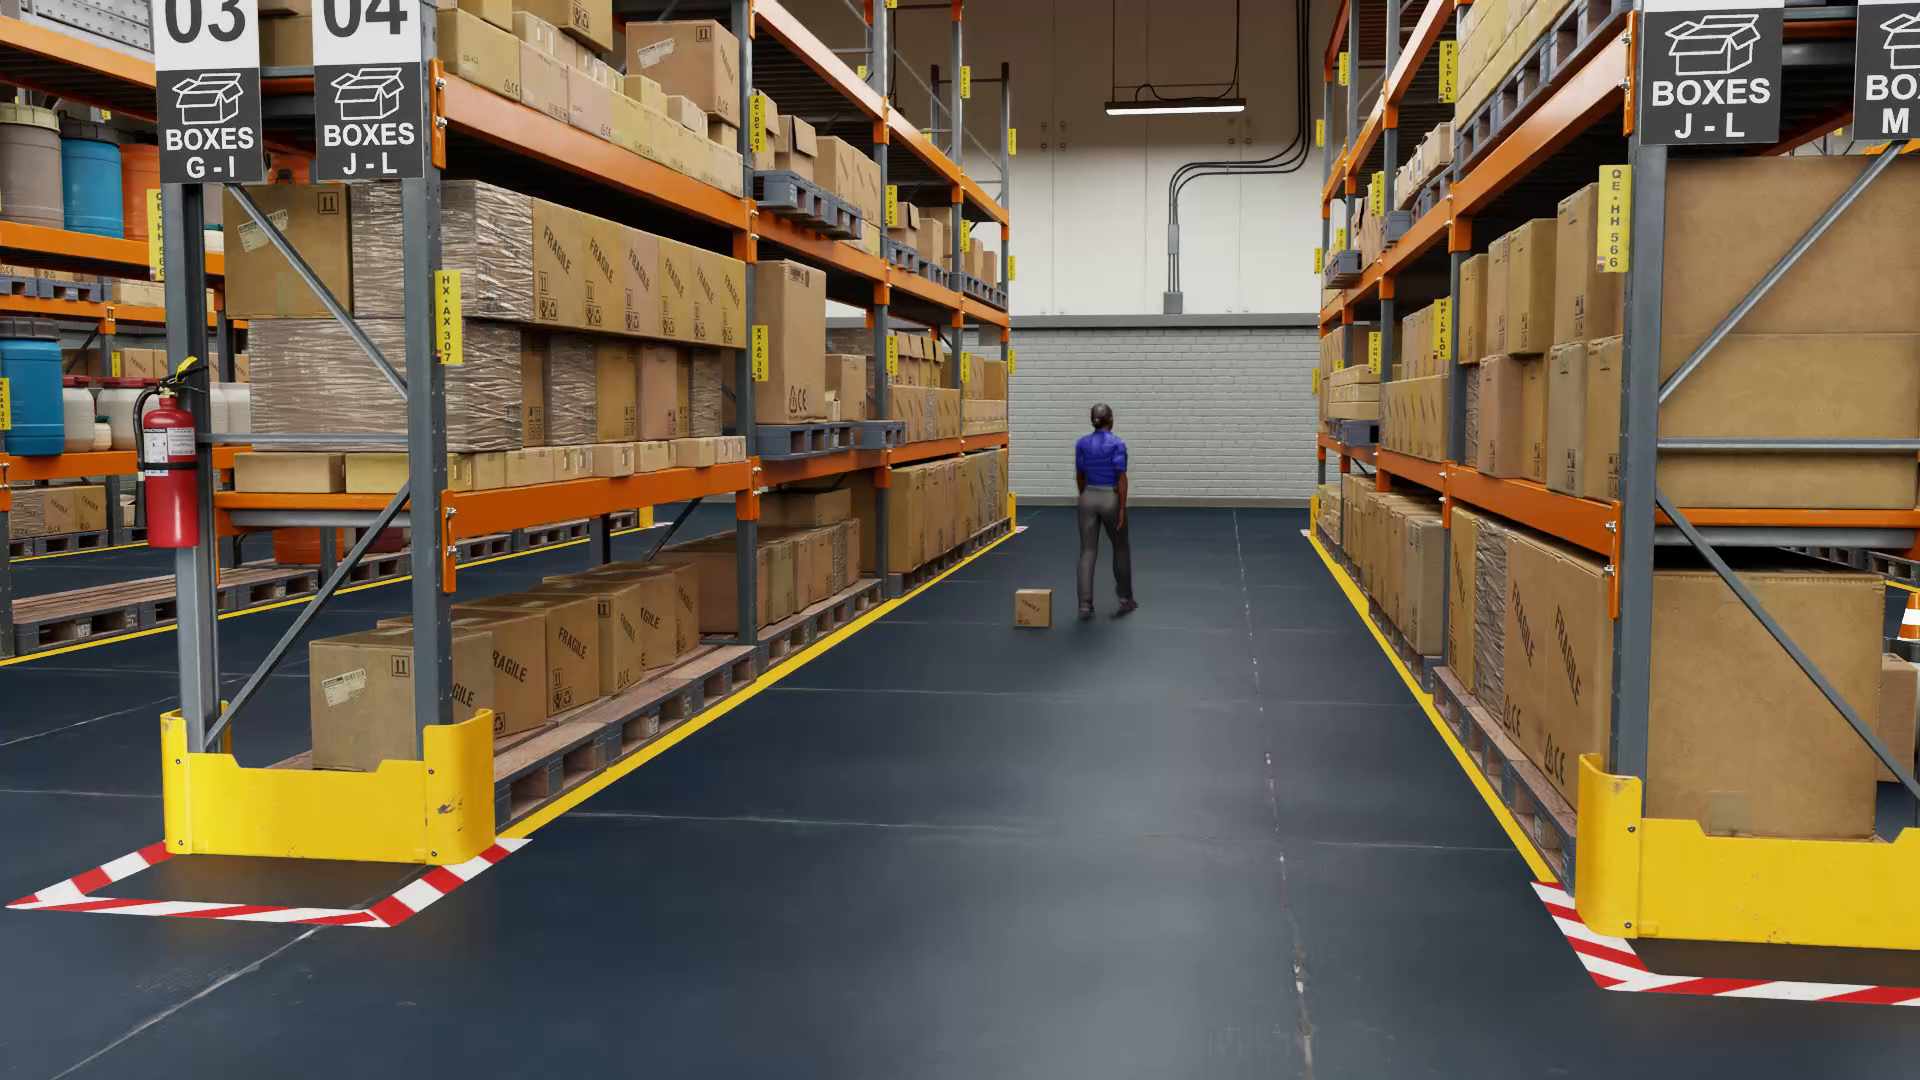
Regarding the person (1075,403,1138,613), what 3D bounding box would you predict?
[{"bbox_3d":[1.132,-0.250,13.012,0.458,1.644,0.880,2,5,20],"label":"person"}]
